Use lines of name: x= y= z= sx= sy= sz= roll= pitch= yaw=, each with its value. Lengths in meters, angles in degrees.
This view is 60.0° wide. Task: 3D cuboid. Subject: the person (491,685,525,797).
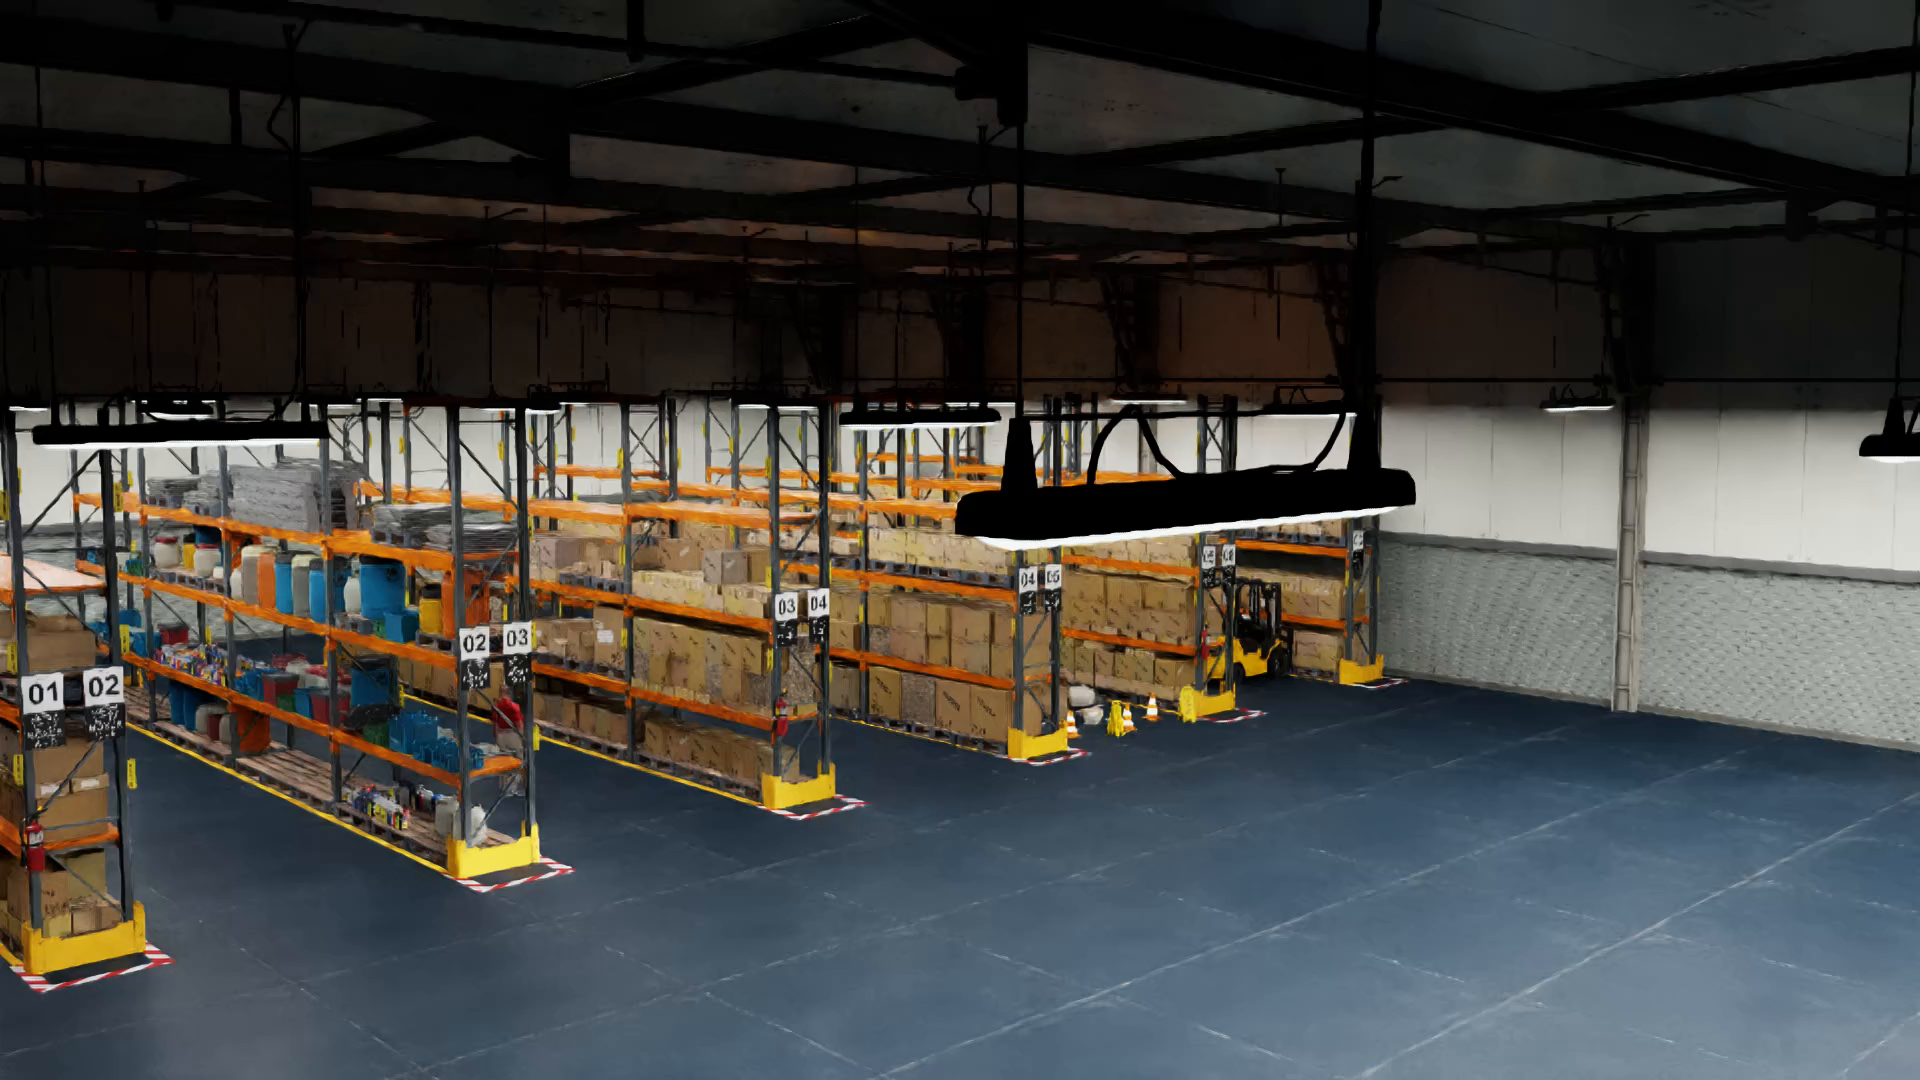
person: x=-6.814 y=3.042 z=25.146 sx=0.588 sy=1.723 sz=0.462 roll=2 pitch=6 yaw=19
